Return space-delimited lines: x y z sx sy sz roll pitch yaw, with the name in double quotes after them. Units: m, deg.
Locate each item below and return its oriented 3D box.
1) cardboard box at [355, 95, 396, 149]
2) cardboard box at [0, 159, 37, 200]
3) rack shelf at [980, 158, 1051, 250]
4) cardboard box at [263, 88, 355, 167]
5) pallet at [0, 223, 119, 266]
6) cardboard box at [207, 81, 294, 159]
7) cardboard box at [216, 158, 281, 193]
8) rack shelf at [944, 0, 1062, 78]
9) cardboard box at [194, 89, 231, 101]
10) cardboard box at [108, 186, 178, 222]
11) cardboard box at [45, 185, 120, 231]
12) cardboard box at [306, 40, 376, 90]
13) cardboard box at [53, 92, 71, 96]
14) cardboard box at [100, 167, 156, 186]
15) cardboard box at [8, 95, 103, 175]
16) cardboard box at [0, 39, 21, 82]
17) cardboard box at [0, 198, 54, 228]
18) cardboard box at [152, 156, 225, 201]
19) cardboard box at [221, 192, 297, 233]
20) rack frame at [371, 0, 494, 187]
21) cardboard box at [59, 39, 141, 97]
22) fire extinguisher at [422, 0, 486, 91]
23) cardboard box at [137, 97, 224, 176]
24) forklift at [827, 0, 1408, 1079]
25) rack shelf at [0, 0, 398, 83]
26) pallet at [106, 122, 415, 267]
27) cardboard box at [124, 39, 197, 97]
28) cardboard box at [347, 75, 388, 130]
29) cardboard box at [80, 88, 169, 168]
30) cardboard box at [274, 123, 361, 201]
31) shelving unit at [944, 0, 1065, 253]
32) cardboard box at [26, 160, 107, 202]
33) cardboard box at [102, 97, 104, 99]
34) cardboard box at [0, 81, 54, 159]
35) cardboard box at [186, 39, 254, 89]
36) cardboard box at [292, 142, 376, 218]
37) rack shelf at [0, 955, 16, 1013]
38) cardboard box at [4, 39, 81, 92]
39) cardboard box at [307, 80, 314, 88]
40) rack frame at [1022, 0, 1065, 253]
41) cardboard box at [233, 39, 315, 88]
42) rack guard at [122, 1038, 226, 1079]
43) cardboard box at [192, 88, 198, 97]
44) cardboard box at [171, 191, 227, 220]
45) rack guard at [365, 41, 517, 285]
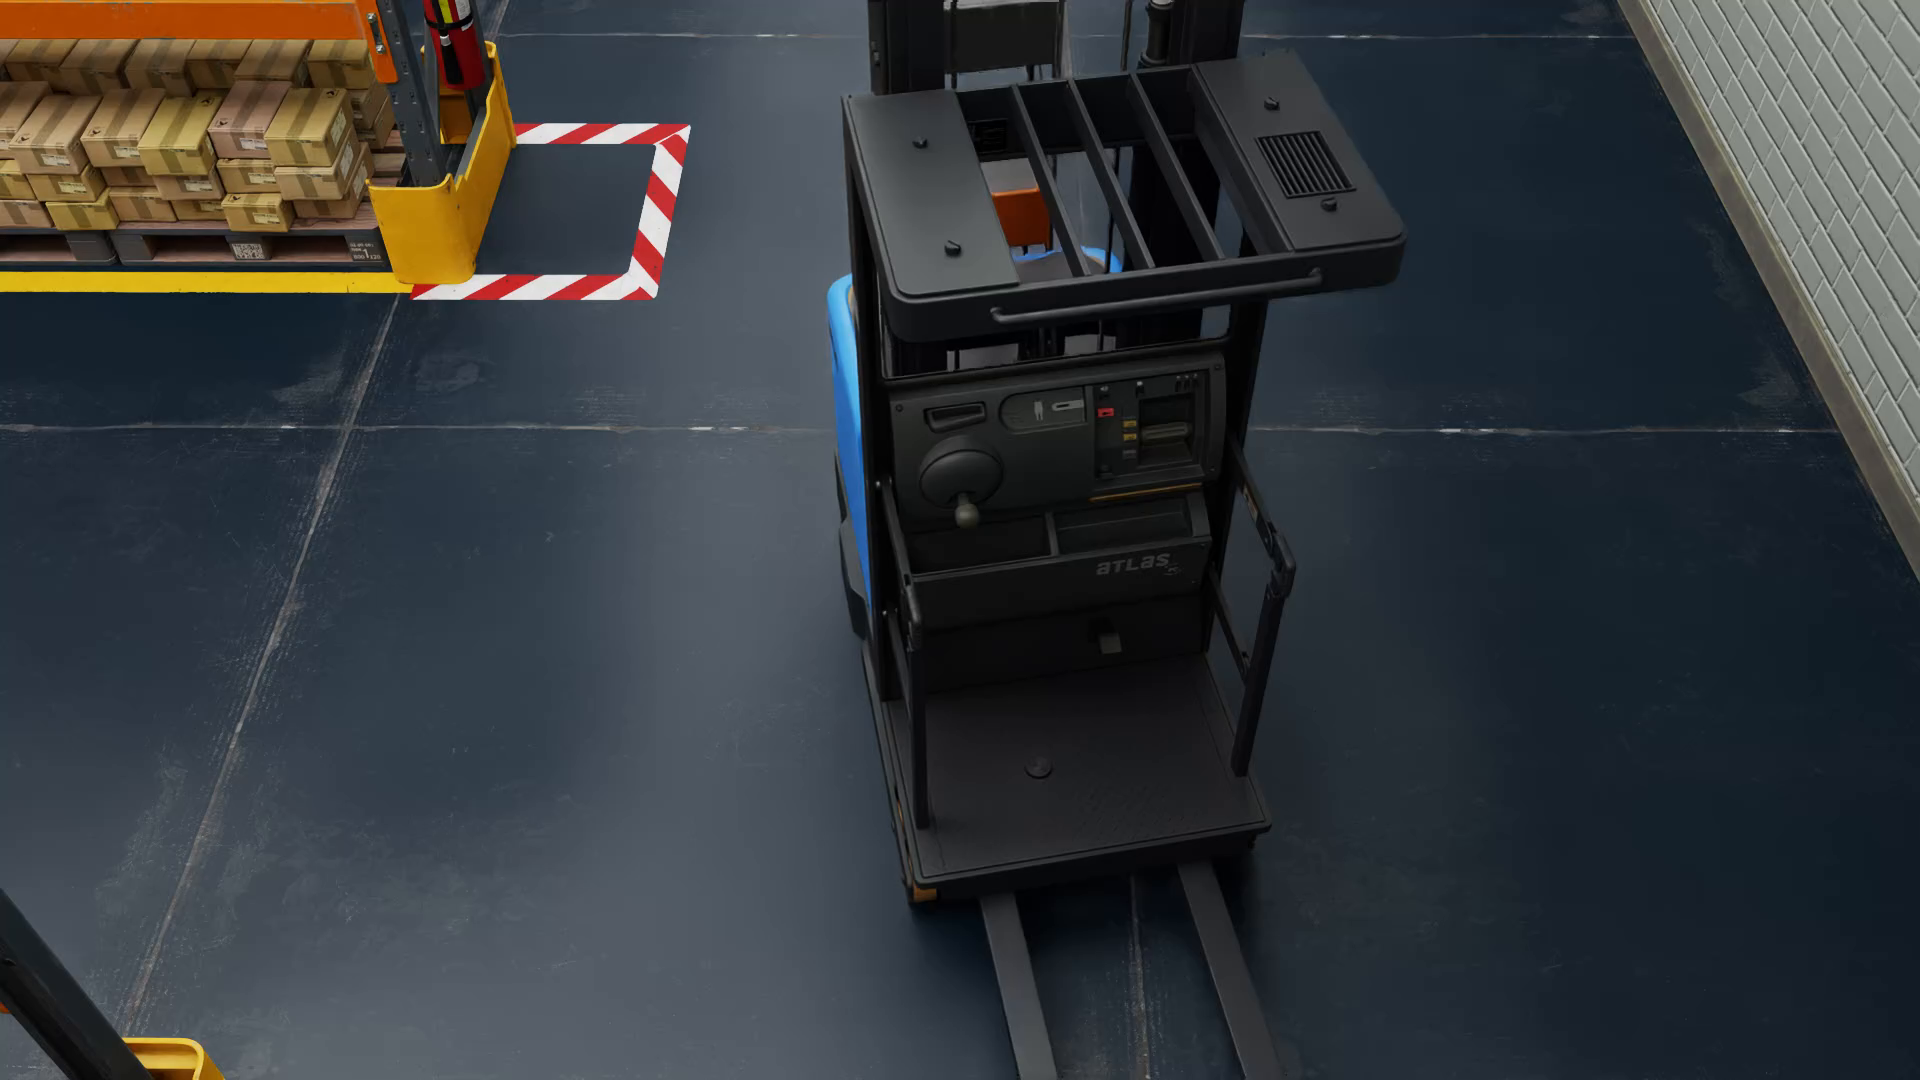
-2.765 -1.979 7.704 0.250 0.149 0.380 1 47 1 "cardboard box"
-4.065 -1.644 7.188 0.250 0.149 0.380 2 47 2 "cardboard box"
0.039 -1.152 5.906 0.480 0.518 0.431 -8 48 -7 "rack shelf"
-2.772 -1.762 7.095 0.250 0.149 0.380 1 47 1 "cardboard box"
-4.347 -1.656 7.647 1.213 0.211 1.003 0 47 0 "pallet"
-3.023 -1.805 7.135 0.250 0.149 0.380 1 47 1 "cardboard box"
-3.032 -1.678 7.220 0.250 0.149 0.380 -1 47 -1 "cardboard box"
0.039 -1.628 5.394 0.480 0.518 0.431 -8 48 -7 "rack shelf"
-3.284 -2.012 7.531 0.250 0.149 0.380 1 47 1 "cardboard box"
-3.537 -1.574 7.326 0.250 0.149 0.380 1 47 1 "cardboard box"
-3.793 -1.529 7.284 0.250 0.149 0.380 -2 47 -2 "cardboard box"
-2.765 -2.196 7.499 0.250 0.149 0.380 -2 47 -2 "cardboard box"
-4.077 -1.994 7.514 0.250 0.149 0.380 2 47 2 "cardboard box"
-3.559 -1.714 7.253 0.250 0.149 0.380 0 47 0 "cardboard box"
-3.810 -1.720 7.056 0.250 0.149 0.380 2 47 2 "cardboard box"
-4.332 -2.116 7.425 0.250 0.149 0.380 0 47 0 "cardboard box"
-4.066 -1.544 7.299 0.250 0.149 0.380 1 47 1 "cardboard box"
-3.290 -1.638 7.183 0.250 0.149 0.380 -2 47 -1 "cardboard box"
-3.027 -1.519 7.275 0.250 0.149 0.380 1 47 1 "cardboard box"
-2.242 -2.572 6.595 0.127 3.000 1.000 0 47 0 "rack frame"
-3.818 -2.151 7.458 0.250 0.149 0.380 2 47 2 "cardboard box"
-1.992 -2.080 6.444 0.183 0.674 0.296 0 47 0 "fire extinguisher"
-3.283 -1.713 7.049 0.250 0.149 0.380 -1 47 -1 "cardboard box"
0.318 -0.171 4.407 1.130 2.935 3.031 -8 48 -7 "forklift"
-4.242 -2.332 6.863 4.000 0.370 1.077 0 47 0 "rack shelf"
-3.130 -1.650 7.642 1.213 0.211 1.003 0 47 0 "pallet"
-3.540 -2.144 7.450 0.250 0.149 0.380 -2 47 -2 "cardboard box"
-2.765 -2.034 7.552 0.250 0.149 0.380 2 47 2 "cardboard box"
-3.541 -1.760 7.093 0.250 0.149 0.380 -2 47 -1 "cardboard box"
-2.771 -1.637 7.182 0.250 0.149 0.380 -1 47 -1 "cardboard box"
0.039 -1.161 5.896 0.503 2.100 0.431 -8 48 -7 "shelving unit"
-3.808 -1.630 7.175 0.250 0.149 0.380 1 47 1 "cardboard box"
-3.805 -2.024 7.542 0.250 0.149 0.380 -2 47 -2 "cardboard box"
-4.073 -1.802 7.132 0.250 0.149 0.380 -1 47 -1 "cardboard box"
-3.292 -2.204 7.506 0.250 0.149 0.380 0 47 0 "cardboard box"
-2.769 -1.592 7.344 0.250 0.149 0.380 1 47 1 "cardboard box"
-4.159 1.291 3.490 4.000 0.370 1.077 0 47 0 "rack shelf"
-4.081 -2.186 7.489 0.250 0.149 0.380 1 47 1 "cardboard box"
-3.038 -2.076 7.591 0.250 0.149 0.380 0 47 0 "cardboard box"
0.279 -1.195 5.927 0.015 2.100 0.400 -8 48 -7 "rack frame"
-3.041 -2.109 7.418 0.250 0.149 0.380 1 47 1 "cardboard box"
-2.135 1.903 4.137 0.348 0.500 1.175 0 47 0 "rack guard"
-3.540 -2.092 7.606 0.250 0.149 0.380 1 47 1 "cardboard box"
-3.290 -1.583 7.335 0.250 0.149 0.380 0 47 0 "cardboard box"
-2.318 -1.720 7.510 0.348 0.500 1.175 0 47 0 "rack guard"
